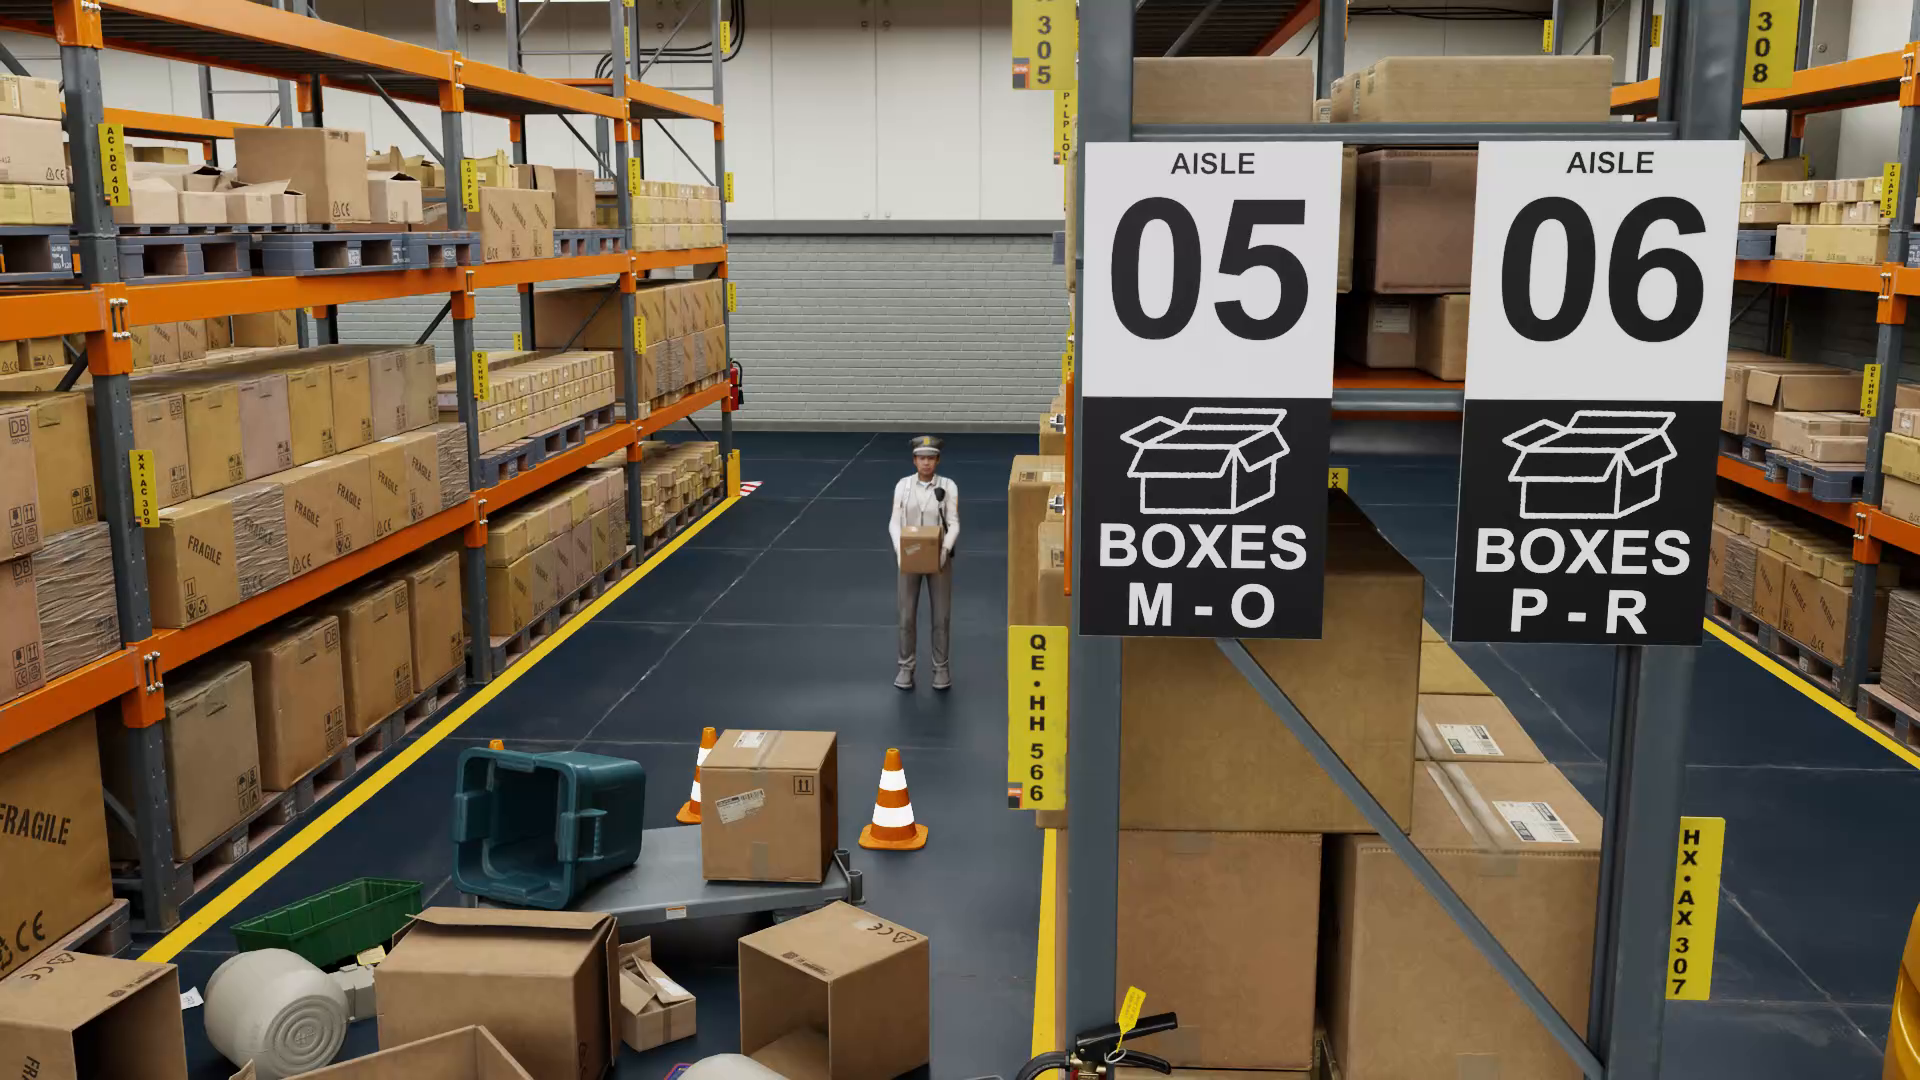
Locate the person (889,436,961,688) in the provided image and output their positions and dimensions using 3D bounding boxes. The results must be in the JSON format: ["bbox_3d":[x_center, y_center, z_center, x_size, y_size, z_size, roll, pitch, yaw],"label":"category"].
[{"bbox_3d":[-0.237,0.151,11.053,0.482,1.692,0.517,1,11,3],"label":"person"}]
